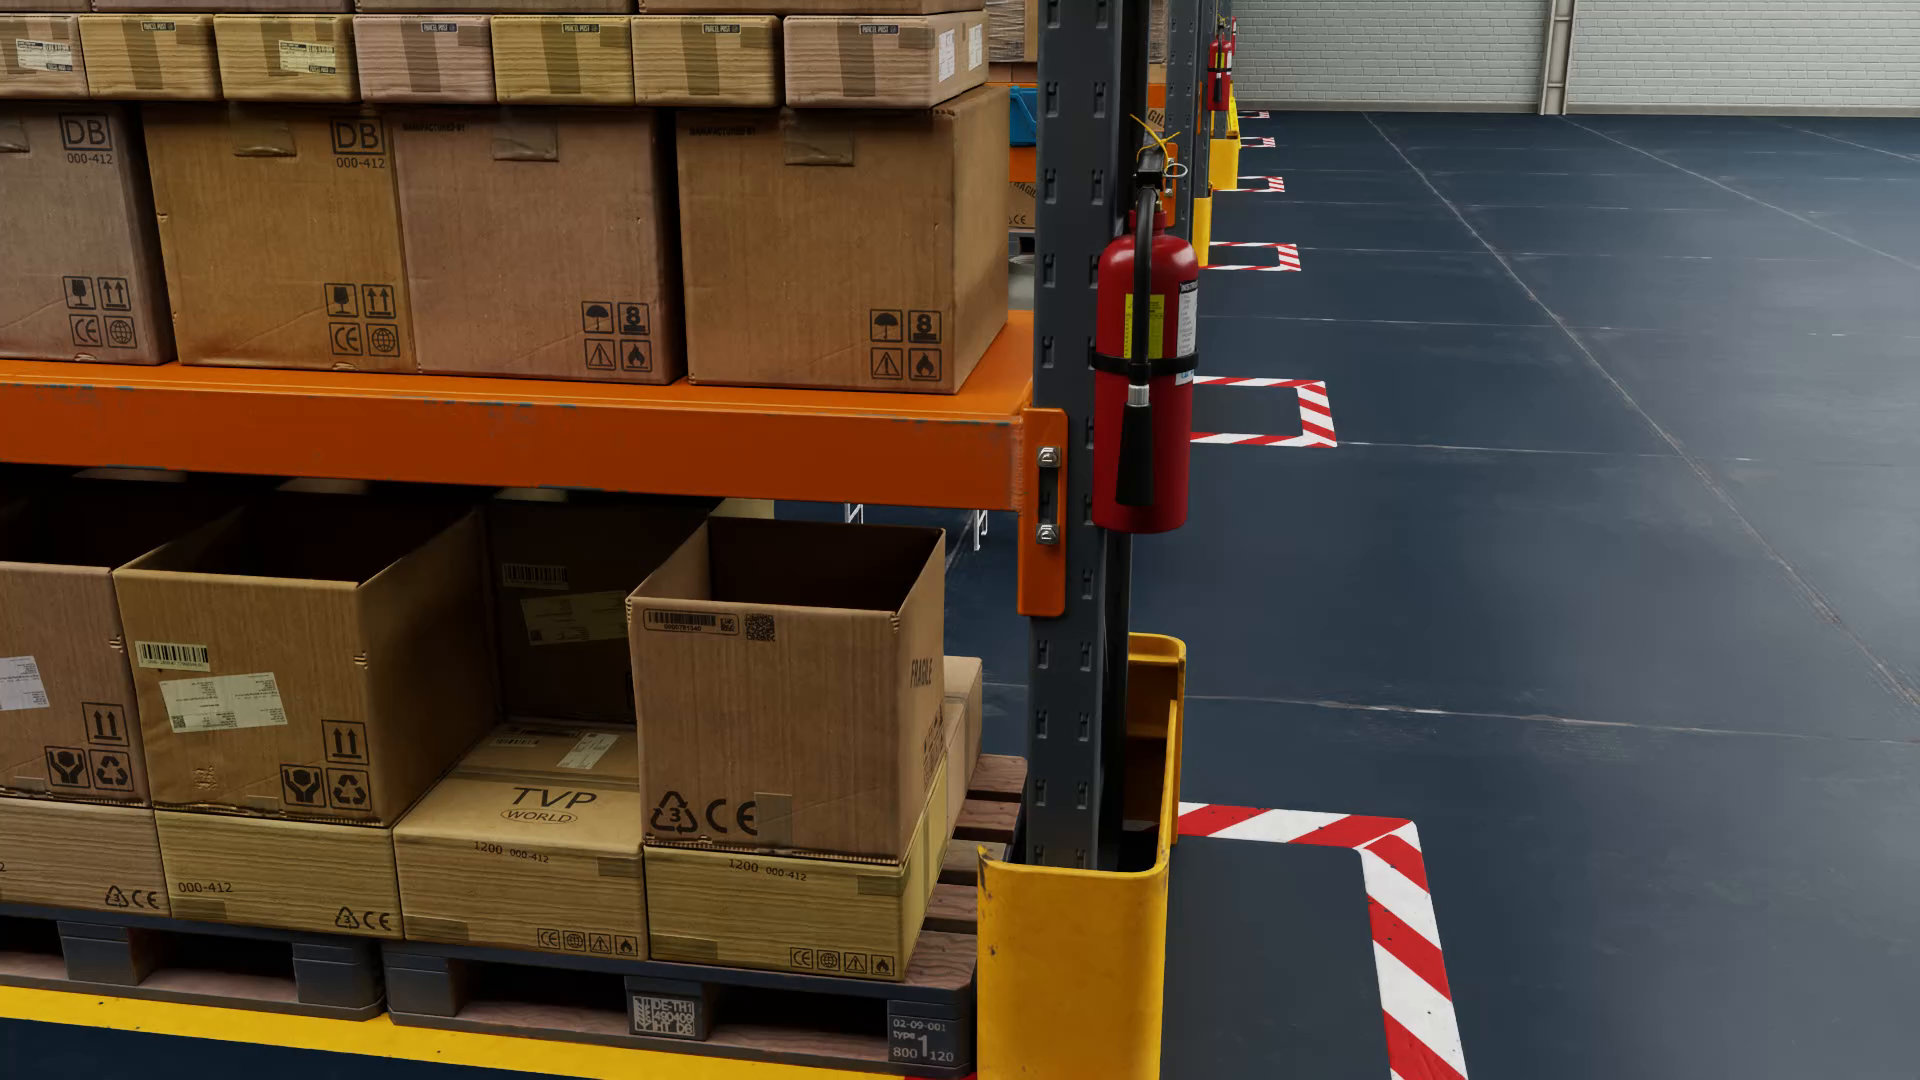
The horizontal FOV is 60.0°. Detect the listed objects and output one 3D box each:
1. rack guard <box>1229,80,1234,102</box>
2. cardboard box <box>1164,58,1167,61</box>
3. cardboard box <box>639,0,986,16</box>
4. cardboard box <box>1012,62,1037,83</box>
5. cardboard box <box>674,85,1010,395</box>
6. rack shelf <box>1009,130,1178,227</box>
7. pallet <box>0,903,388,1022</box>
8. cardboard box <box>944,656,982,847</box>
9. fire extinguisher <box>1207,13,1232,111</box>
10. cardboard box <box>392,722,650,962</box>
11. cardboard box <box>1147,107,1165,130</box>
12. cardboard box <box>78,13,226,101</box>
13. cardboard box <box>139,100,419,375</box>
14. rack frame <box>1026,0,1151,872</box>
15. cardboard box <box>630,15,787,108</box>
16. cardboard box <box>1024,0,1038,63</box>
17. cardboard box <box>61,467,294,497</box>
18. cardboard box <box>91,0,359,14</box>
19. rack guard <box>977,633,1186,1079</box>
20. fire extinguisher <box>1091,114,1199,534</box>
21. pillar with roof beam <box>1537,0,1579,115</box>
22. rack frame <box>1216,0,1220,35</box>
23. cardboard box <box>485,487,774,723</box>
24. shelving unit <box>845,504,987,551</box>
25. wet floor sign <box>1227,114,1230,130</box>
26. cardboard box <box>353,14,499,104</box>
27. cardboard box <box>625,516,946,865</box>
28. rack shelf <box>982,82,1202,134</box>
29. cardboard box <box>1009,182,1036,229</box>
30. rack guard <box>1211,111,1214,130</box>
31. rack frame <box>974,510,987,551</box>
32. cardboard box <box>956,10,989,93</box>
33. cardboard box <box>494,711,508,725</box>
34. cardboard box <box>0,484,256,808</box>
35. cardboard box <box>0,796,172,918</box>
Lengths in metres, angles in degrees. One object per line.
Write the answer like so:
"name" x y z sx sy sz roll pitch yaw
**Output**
"rack guard" 4.216 -7.118 26.790 0.348 0.500 1.175 3 19 9
"cardboard box" 1.593 -3.615 12.776 0.250 0.149 0.380 3 19 9
"cardboard box" -0.249 -1.235 3.063 0.500 0.500 0.700 3 19 9
"cardboard box" 0.536 -3.528 12.515 0.250 0.149 0.380 3 19 9
"cardboard box" -0.197 -0.617 3.261 0.500 0.500 0.700 3 19 9
"rack shelf" -0.923 -1.853 8.247 4.000 0.370 1.077 3 19 9
"pallet" -1.701 0.693 3.899 1.213 0.211 1.003 3 19 9
"cardboard box" -0.232 0.466 3.853 0.500 0.250 0.500 3 19 9
"fire extinguisher" 1.877 -3.458 12.033 0.183 0.674 0.296 3 19 9
"cardboard box" -0.810 0.607 3.432 0.500 0.250 0.500 3 19 9
"cardboard box" 2.043 -4.399 17.409 0.875 0.875 0.875 3 19 9
"cardboard box" -1.424 -0.921 3.149 0.250 0.149 0.380 3 19 10
"cardboard box" -1.206 -0.668 3.416 0.500 0.500 0.700 3 19 9
"rack frame" 0.262 -0.542 3.195 0.127 3.000 1.000 3 19 9
"cardboard box" -0.404 -0.869 2.993 0.250 0.149 0.380 3 19 10
"cardboard box" 0.786 -3.857 12.478 0.500 0.500 0.875 3 19 9
"cardboard box" -1.713 0.034 3.963 0.500 0.500 0.500 3 19 9
"cardboard box" -1.267 -1.284 3.212 0.500 0.500 0.700 3 19 9
"rack guard" 0.286 0.645 3.588 0.348 0.500 1.175 3 19 9
"fire extinguisher" 0.305 -0.354 2.754 0.183 0.674 0.296 3 19 9
"pillar with roof beam" 8.889 -9.817 21.460 0.400 9.000 9.100 3 19 9
"rack frame" 3.409 -6.750 21.749 0.127 3.000 1.000 3 19 9
"cardboard box" -0.726 0.086 3.808 0.500 0.500 0.500 3 19 9
"shelving unit" -0.163 -0.577 6.138 0.503 1.200 0.258 3 19 9
"wet floor sign" 3.066 -4.696 19.322 0.232 0.644 0.267 0 19 -1
"cardboard box" -0.905 -0.895 3.071 0.250 0.149 0.380 3 19 9
"cardboard box" -0.315 0.274 3.248 0.500 0.500 0.500 3 19 9
"rack shelf" -0.138 -3.405 12.885 4.000 0.370 1.077 3 19 9
"cardboard box" 0.627 -2.715 12.967 0.500 0.500 0.500 8 20 23
"rack guard" 3.334 -5.568 22.157 0.348 0.500 1.175 3 19 9
"rack frame" 0.077 -0.565 6.101 0.015 1.200 0.240 3 19 9
"cardboard box" -0.091 -0.984 3.337 0.250 0.149 0.380 3 19 8
"cardboard box" -1.220 0.417 4.001 0.500 0.250 0.500 3 19 9
"cardboard box" -1.798 0.202 3.461 0.500 0.500 0.500 3 19 9
"cardboard box" -1.797 0.557 3.583 0.500 0.250 0.500 3 19 9
